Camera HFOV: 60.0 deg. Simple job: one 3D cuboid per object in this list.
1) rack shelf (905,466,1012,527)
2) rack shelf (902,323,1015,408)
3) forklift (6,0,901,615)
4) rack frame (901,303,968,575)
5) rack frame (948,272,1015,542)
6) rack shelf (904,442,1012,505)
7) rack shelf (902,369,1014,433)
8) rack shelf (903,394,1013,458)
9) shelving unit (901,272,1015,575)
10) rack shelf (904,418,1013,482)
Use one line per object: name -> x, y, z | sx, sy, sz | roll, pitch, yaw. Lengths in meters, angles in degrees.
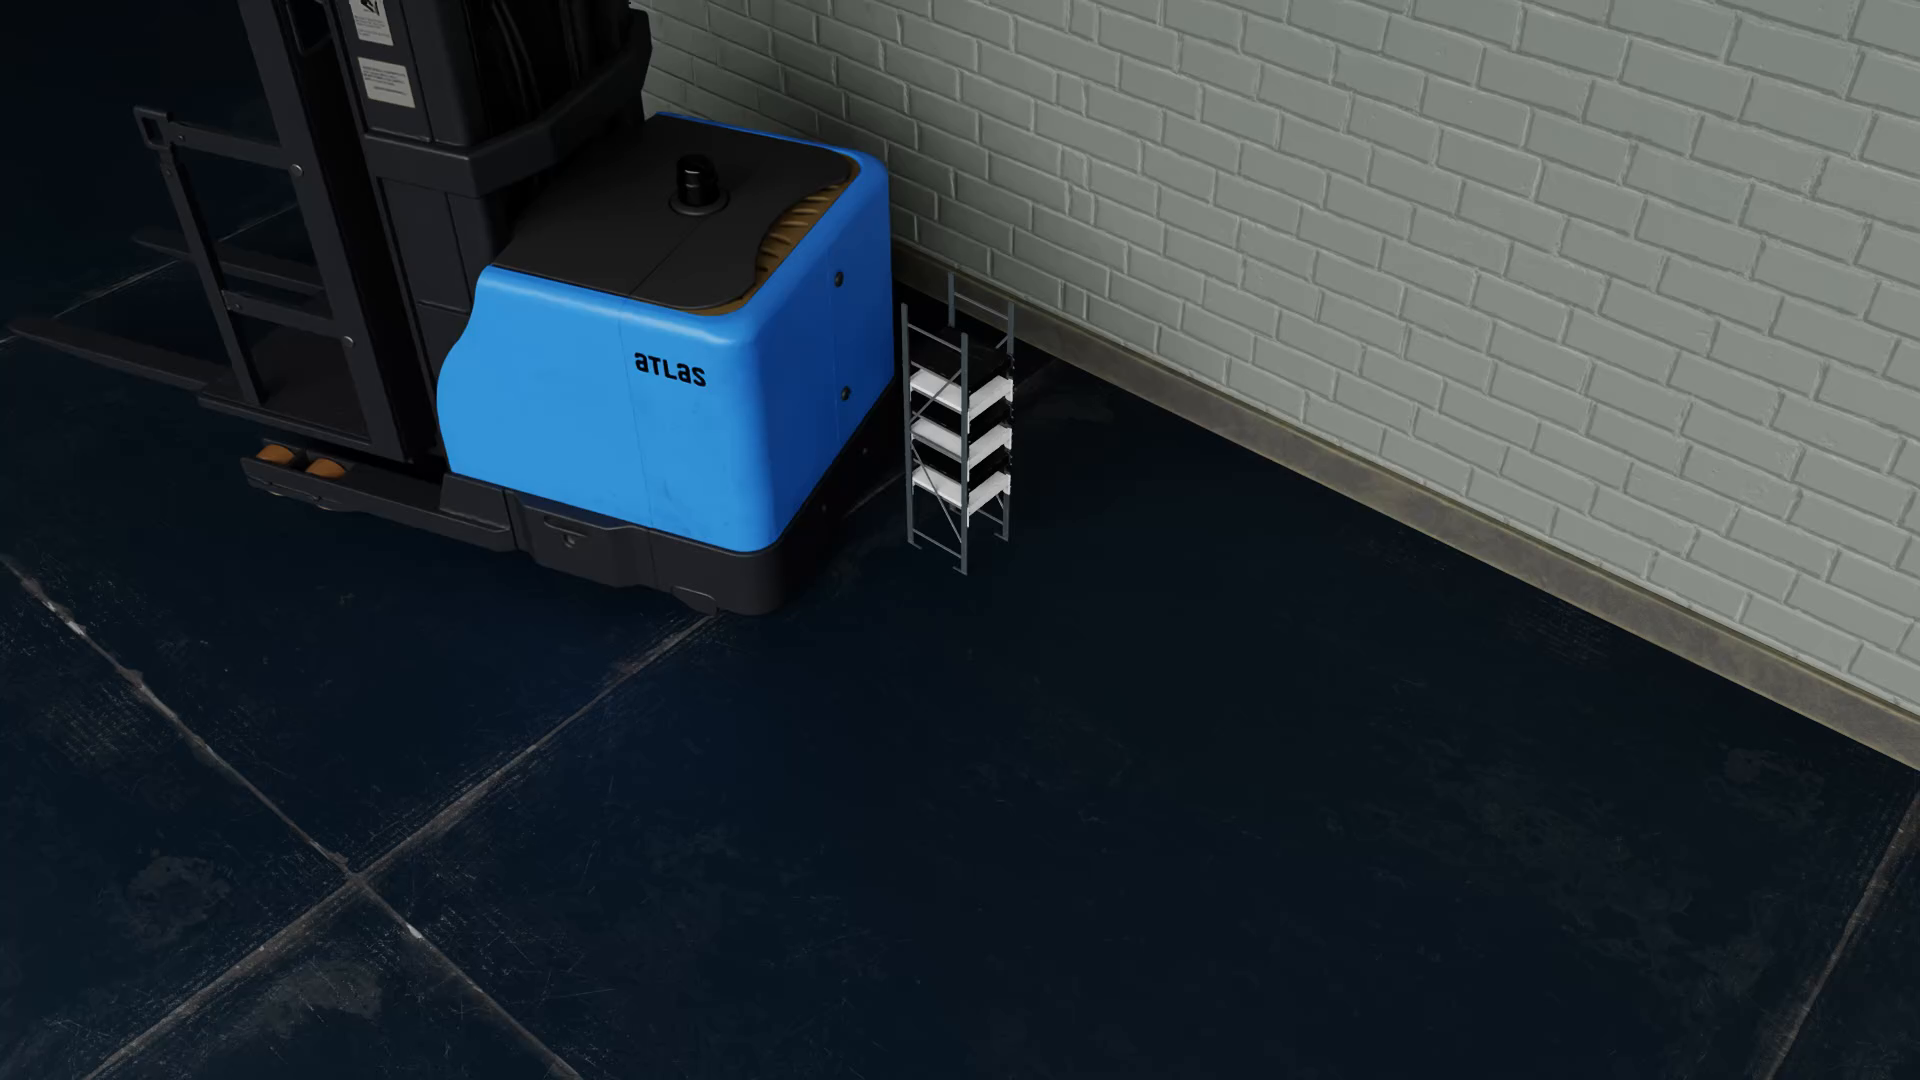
rack shelf -> -0.005, -0.171, 5.086 | 0.258, 0.077, 0.200 | 29, 50, 28
rack shelf -> -0.005, -0.504, 4.783 | 0.258, 0.077, 0.200 | 29, 50, 28
forklift -> -1.765, -1.493, 4.713 | 3.031, 2.935, 1.130 | 15, 44, 16
rack frame -> -0.071, -0.276, 4.885 | 0.240, 0.900, 0.006 | 29, 50, 28
rack frame -> 0.060, -0.381, 5.000 | 0.240, 0.900, 0.006 | 29, 50, 28
rack shelf -> -0.005, -0.238, 5.026 | 0.258, 0.077, 0.200 | 29, 50, 28
rack shelf -> -0.005, -0.437, 4.844 | 0.258, 0.077, 0.200 | 29, 50, 28
rack shelf -> -0.005, -0.371, 4.905 | 0.258, 0.077, 0.200 | 29, 50, 28
shelving unit -> -0.005, -0.329, 4.943 | 0.258, 0.900, 0.210 | 29, 50, 28
rack shelf -> -0.005, -0.304, 4.965 | 0.258, 0.077, 0.200 | 29, 50, 28
